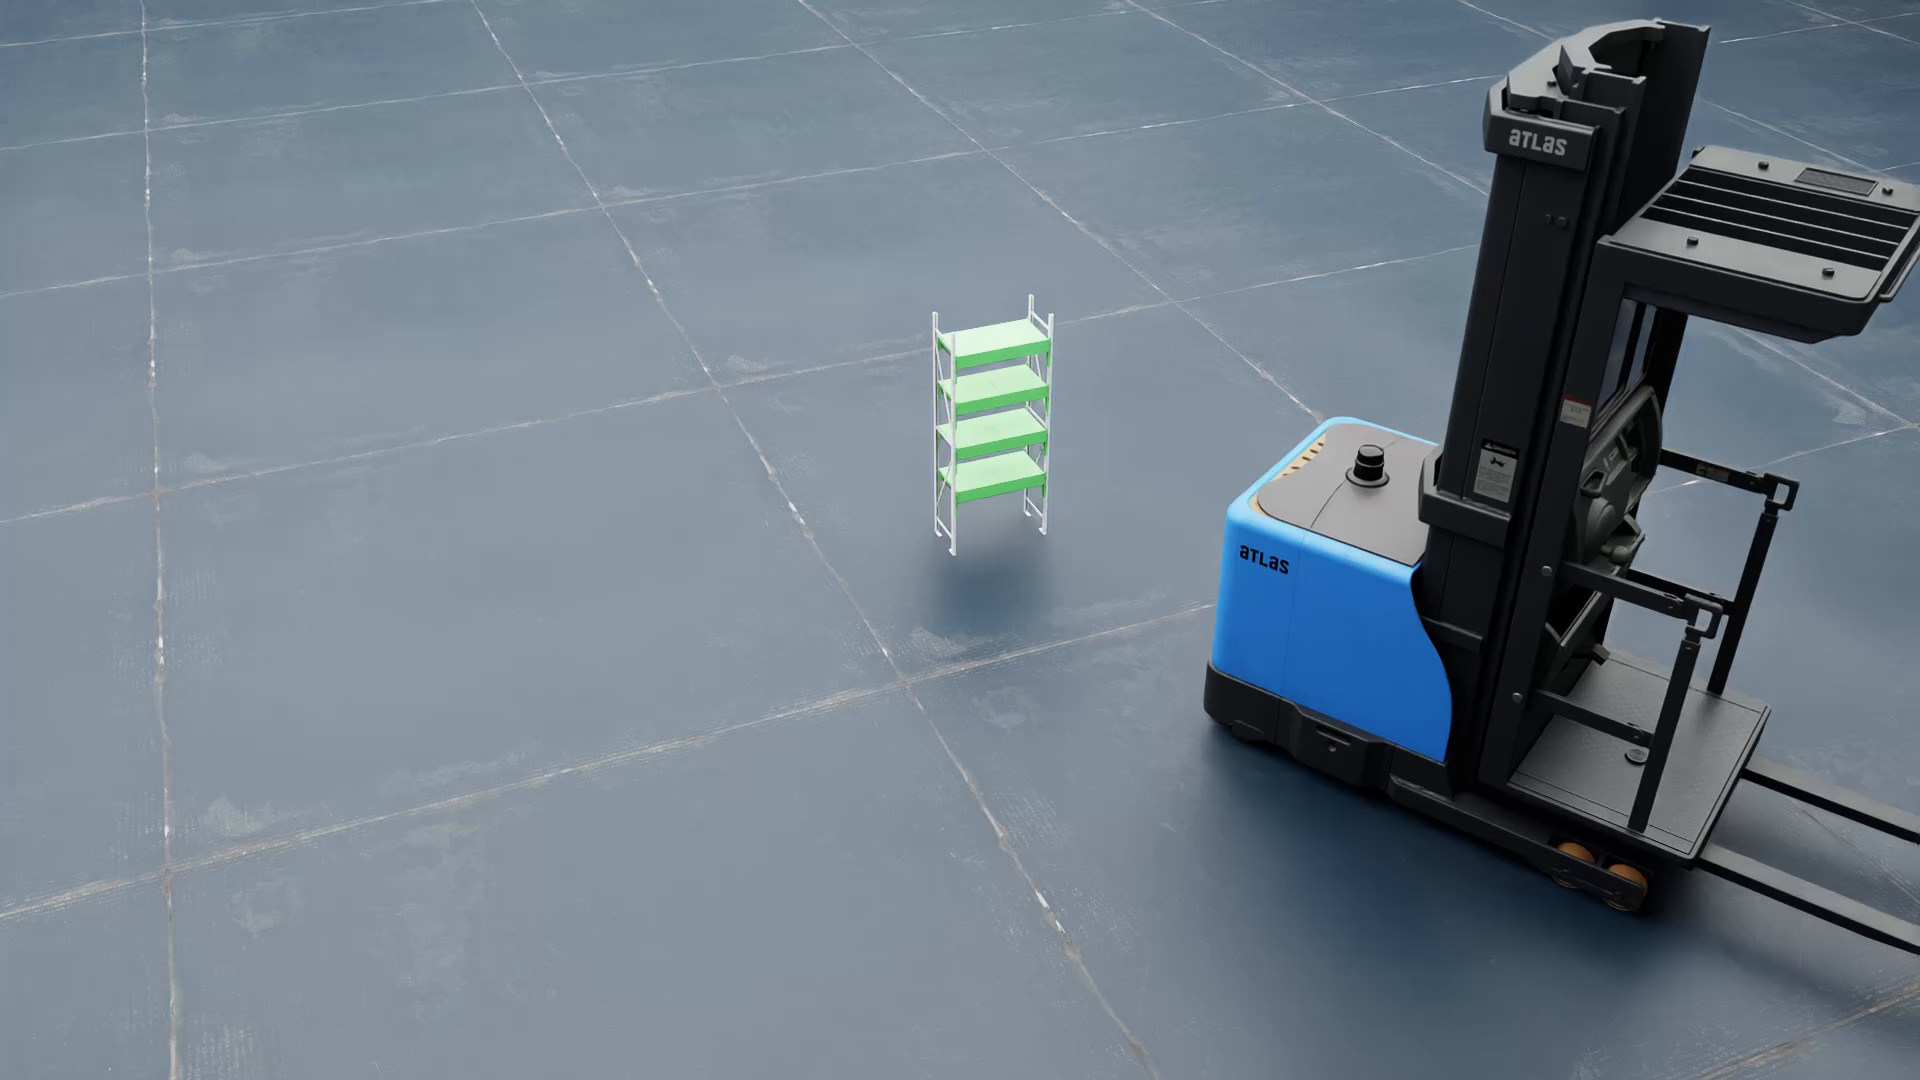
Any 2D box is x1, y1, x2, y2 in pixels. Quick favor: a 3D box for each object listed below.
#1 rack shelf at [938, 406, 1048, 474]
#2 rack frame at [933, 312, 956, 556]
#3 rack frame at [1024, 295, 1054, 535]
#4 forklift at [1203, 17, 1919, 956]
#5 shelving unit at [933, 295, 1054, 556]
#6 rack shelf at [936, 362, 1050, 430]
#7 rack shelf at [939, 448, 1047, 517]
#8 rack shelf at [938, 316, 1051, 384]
[{"bbox_3d":[0.153,-0.484,8.011,0.480,0.148,0.258,-13,35,-19],"label":"rack shelf"},{"bbox_3d":[-0.072,-0.486,7.897,0.015,1.200,0.240,-13,35,-19],"label":"rack frame"},{"bbox_3d":[0.378,-0.589,8.056,0.015,1.200,0.240,-13,35,-19],"label":"rack frame"},{"bbox_3d":[2.518,-0.191,5.856,3.031,2.935,1.130,22,39,30],"label":"forklift"},{"bbox_3d":[0.153,-0.538,7.976,0.503,1.200,0.258,-13,35,-19],"label":"shelving unit"},{"bbox_3d":[0.153,-0.685,7.880,0.480,0.148,0.258,-13,35,-19],"label":"rack shelf"},{"bbox_3d":[0.153,-0.283,8.142,0.480,0.148,0.258,-13,35,-19],"label":"rack shelf"},{"bbox_3d":[0.153,-0.887,7.750,0.480,0.148,0.258,-13,35,-19],"label":"rack shelf"}]
